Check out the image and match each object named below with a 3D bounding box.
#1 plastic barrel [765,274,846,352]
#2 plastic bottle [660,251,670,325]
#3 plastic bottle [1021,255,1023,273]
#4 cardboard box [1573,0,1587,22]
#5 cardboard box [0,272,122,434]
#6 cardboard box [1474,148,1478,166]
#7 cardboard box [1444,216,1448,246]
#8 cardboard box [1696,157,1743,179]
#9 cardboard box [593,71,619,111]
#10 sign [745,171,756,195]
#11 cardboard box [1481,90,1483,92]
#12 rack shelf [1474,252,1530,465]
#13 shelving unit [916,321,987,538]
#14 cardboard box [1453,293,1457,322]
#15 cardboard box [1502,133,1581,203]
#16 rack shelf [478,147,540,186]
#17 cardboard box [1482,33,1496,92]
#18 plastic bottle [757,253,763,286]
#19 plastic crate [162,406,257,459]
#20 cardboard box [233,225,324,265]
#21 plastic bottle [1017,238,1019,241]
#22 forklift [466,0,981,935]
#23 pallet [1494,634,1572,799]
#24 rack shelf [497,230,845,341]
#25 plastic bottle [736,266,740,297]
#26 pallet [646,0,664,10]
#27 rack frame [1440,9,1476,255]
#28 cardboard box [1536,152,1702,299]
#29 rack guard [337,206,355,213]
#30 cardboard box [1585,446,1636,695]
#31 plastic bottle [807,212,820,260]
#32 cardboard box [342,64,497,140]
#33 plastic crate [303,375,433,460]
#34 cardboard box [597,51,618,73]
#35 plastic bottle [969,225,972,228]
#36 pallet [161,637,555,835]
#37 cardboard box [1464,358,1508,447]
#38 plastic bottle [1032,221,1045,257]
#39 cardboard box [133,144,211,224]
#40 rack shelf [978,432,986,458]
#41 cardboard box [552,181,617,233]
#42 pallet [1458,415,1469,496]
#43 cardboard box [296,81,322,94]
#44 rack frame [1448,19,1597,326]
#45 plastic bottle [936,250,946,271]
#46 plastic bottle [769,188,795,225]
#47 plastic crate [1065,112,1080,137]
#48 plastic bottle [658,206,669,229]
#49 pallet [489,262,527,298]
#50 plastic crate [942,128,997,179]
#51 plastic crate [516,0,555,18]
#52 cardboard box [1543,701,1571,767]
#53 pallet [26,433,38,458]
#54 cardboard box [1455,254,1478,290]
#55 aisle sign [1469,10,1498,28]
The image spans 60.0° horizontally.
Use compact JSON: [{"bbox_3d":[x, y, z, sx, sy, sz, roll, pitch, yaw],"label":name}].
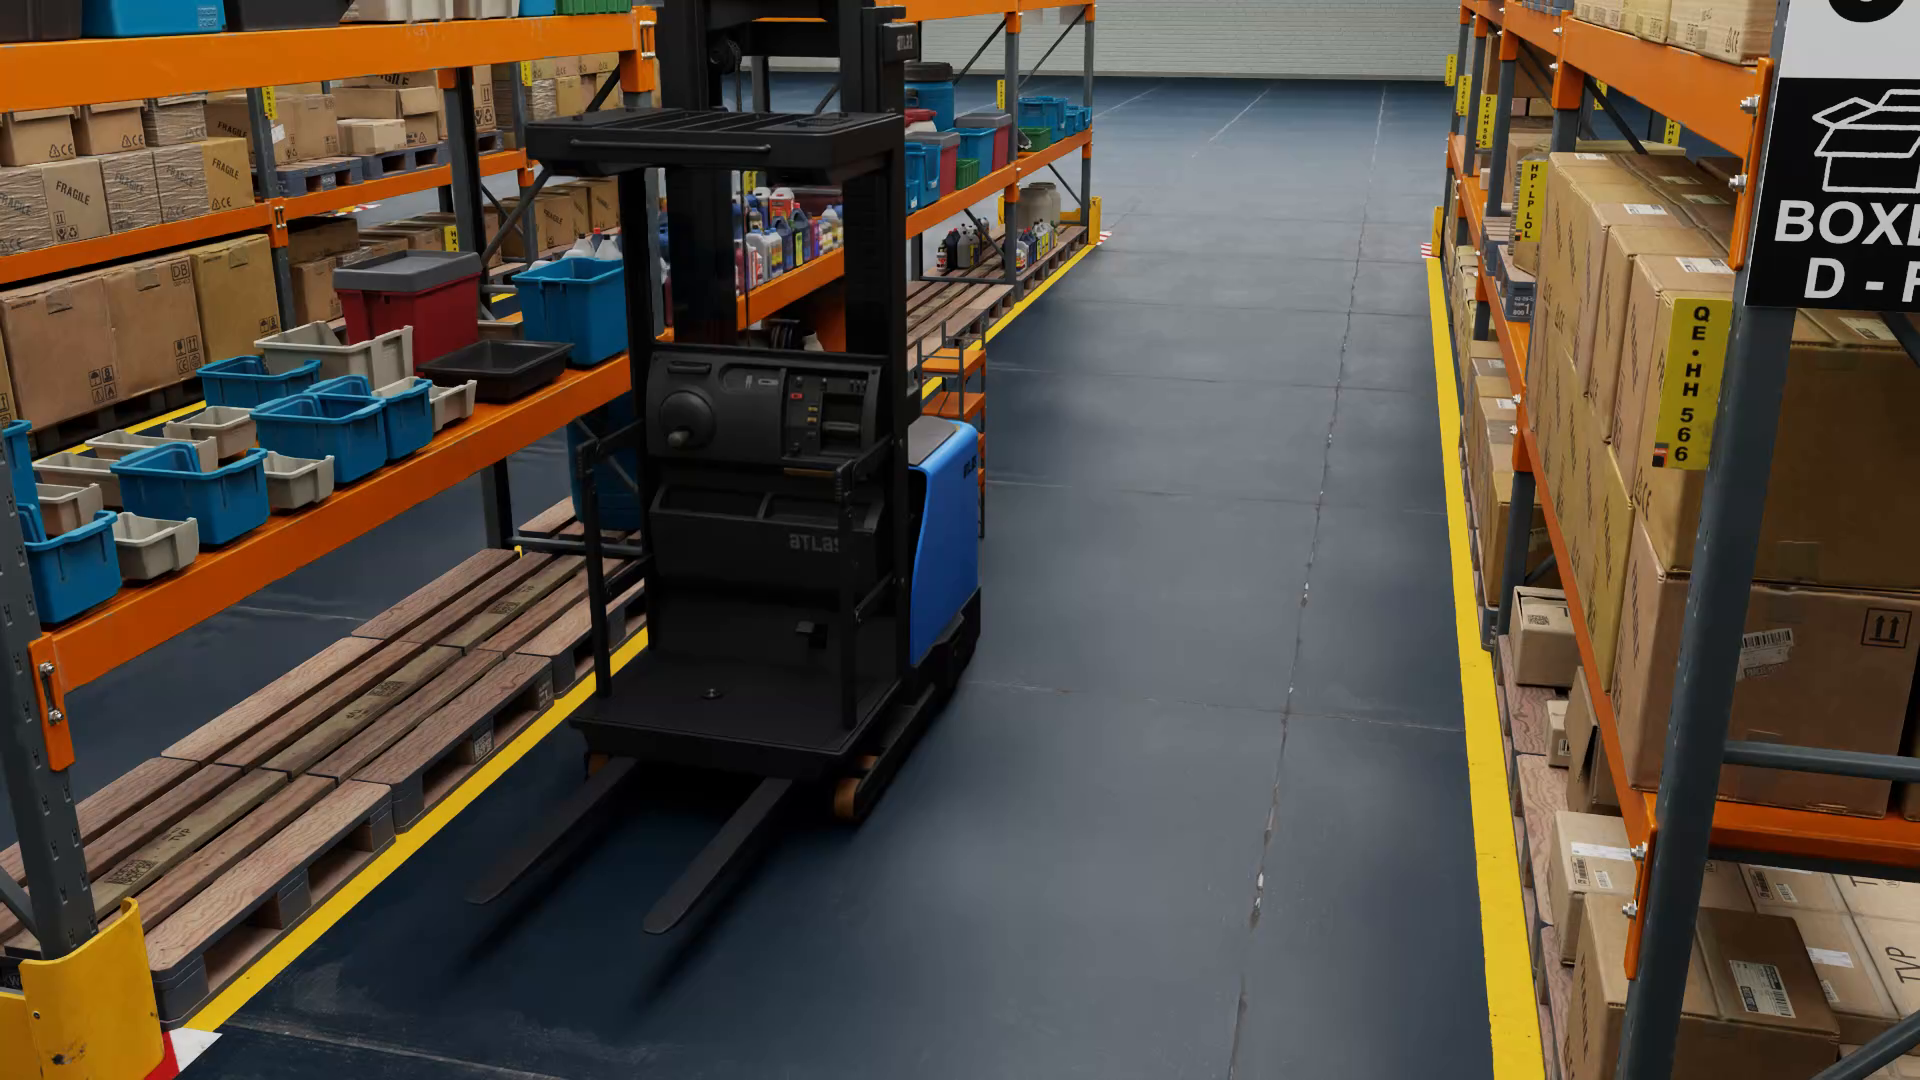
[{"bbox_3d":[-1.047,-1.459,11.527,0.600,0.830,0.708,5,19,13],"label":"plastic barrel"},{"bbox_3d":[-1.511,-1.262,8.319,0.144,0.351,0.185,5,19,13],"label":"plastic bottle"},{"bbox_3d":[0.561,-2.677,16.033,0.097,0.201,0.097,0,19,0],"label":"plastic bottle"},{"bbox_3d":[2.522,-2.012,6.028,0.500,0.250,0.500,5,19,13],"label":"cardboard box"},{"bbox_3d":[-6.370,-1.255,10.859,1.225,0.875,0.875,4,19,11],"label":"cardboard box"},{"bbox_3d":[5.060,-3.656,15.097,0.700,0.500,0.500,4,19,13],"label":"cardboard box"},{"bbox_3d":[5.466,-3.304,17.825,0.500,0.250,0.500,5,19,13],"label":"cardboard box"},{"bbox_3d":[3.008,-1.138,6.176,0.500,0.500,0.500,5,19,14],"label":"cardboard box"},{"bbox_3d":[-4.257,-4.883,18.229,0.875,0.500,0.500,5,19,13],"label":"cardboard box"},{"bbox_3d":[-1.479,-2.561,11.791,0.100,0.325,0.005,5,19,13],"label":"sign"},{"bbox_3d":[4.881,-4.002,15.105,0.380,0.149,0.250,5,19,13],"label":"cardboard box"},{"bbox_3d":[3.370,-1.082,8.829,1.077,0.370,4.000,5,19,13],"label":"rack shelf"},{"bbox_3d":[-0.040,-0.516,8.842,0.258,1.200,0.503,5,19,13],"label":"shelving unit"},{"bbox_3d":[4.371,-1.934,13.814,0.500,0.250,0.500,5,20,15],"label":"cardboard box"},{"bbox_3d":[4.381,-2.789,12.558,0.500,0.500,0.500,5,19,13],"label":"cardboard box"},{"bbox_3d":[-4.281,-4.373,18.464,1.077,0.370,4.000,5,19,13],"label":"rack shelf"},{"bbox_3d":[5.060,-4.263,14.865,0.700,0.500,0.500,5,19,13],"label":"cardboard box"},{"bbox_3d":[-1.158,-1.534,9.345,0.097,0.201,0.097,0,19,0],"label":"plastic bottle"},{"bbox_3d":[-2.691,-0.381,5.979,0.298,0.136,0.250,5,19,13],"label":"plastic crate"},{"bbox_3d":[-5.612,-2.426,13.675,0.500,0.250,0.500,5,20,16],"label":"cardboard box"},{"bbox_3d":[0.551,-2.888,16.543,0.097,0.271,0.097,0,19,0],"label":"plastic bottle"},{"bbox_3d":[-0.804,-0.487,6.080,1.130,2.935,3.031,5,20,15],"label":"forklift"},{"bbox_3d":[2.712,0.739,6.698,1.003,0.211,1.213,5,19,13],"label":"pallet"},{"bbox_3d":[-1.433,-1.475,9.978,1.077,0.370,4.000,5,19,13],"label":"rack shelf"},{"bbox_3d":[-1.247,-1.419,9.010,0.097,0.201,0.097,0,19,0],"label":"plastic bottle"},{"bbox_3d":[-1.825,-2.772,8.314,1.213,0.211,1.003,5,19,13],"label":"pallet"},{"bbox_3d":[5.813,-4.557,17.889,1.000,3.000,0.127,5,19,13],"label":"rack frame"},{"bbox_3d":[2.493,-1.191,6.332,0.500,0.500,0.500,5,20,15],"label":"cardboard box"},{"bbox_3d":[-8.571,-4.589,21.849,1.175,0.500,0.348,5,19,13],"label":"rack guard"},{"bbox_3d":[1.873,0.086,4.142,0.500,0.500,0.500,5,19,14],"label":"cardboard box"},{"bbox_3d":[-0.908,-1.868,10.197,0.061,0.283,0.133,5,19,13],"label":"plastic bottle"},{"bbox_3d":[-5.099,-4.332,15.651,1.000,1.000,1.000,5,19,14],"label":"cardboard box"},{"bbox_3d":[-2.124,-0.442,6.007,0.416,0.233,0.300,5,19,13],"label":"plastic crate"},{"bbox_3d":[-4.058,-5.340,18.020,0.500,0.500,0.500,5,19,13],"label":"cardboard box"},{"bbox_3d":[0.108,-3.121,17.224,0.097,0.271,0.097,0,19,0],"label":"plastic bottle"},{"bbox_3d":[-2.359,0.748,6.670,1.003,0.211,1.213,5,19,13],"label":"pallet"},{"bbox_3d":[3.348,-0.790,10.048,0.500,0.500,0.500,4,19,11],"label":"cardboard box"},{"bbox_3d":[0.783,-3.063,16.932,0.144,0.351,0.185,5,19,13],"label":"plastic bottle"},{"bbox_3d":[-5.755,-2.551,11.860,0.500,0.500,0.500,4,19,13],"label":"cardboard box"},{"bbox_3d":[-0.040,-0.452,8.863,0.258,0.148,0.480,5,19,13],"label":"rack shelf"},{"bbox_3d":[-4.245,-3.777,18.824,0.500,0.500,0.500,7,20,18],"label":"cardboard box"},{"bbox_3d":[3.639,-0.499,10.322,1.003,0.211,1.213,5,19,13],"label":"pallet"},{"bbox_3d":[-8.624,-5.715,21.047,0.875,0.550,0.550,5,19,13],"label":"cardboard box"},{"bbox_3d":[4.836,-3.304,14.219,1.000,3.000,0.127,5,19,13],"label":"rack frame"},{"bbox_3d":[-0.180,-2.718,16.154,0.097,0.201,0.097,0,19,0],"label":"plastic bottle"},{"bbox_3d":[-1.216,-2.261,11.359,0.152,0.276,0.135,5,19,13],"label":"plastic bottle"},{"bbox_3d":[1.014,-4.496,17.939,0.499,0.251,0.408,5,19,13],"label":"plastic crate"},{"bbox_3d":[-1.745,-1.824,9.964,0.144,0.351,0.185,5,19,13],"label":"plastic bottle"},{"bbox_3d":[-4.958,-2.523,16.248,1.003,0.211,1.213,5,19,13],"label":"pallet"},{"bbox_3d":[0.065,-3.318,14.286,0.392,0.384,0.575,5,19,13],"label":"plastic crate"},{"bbox_3d":[-1.834,-2.218,6.659,0.416,0.233,0.300,5,19,13],"label":"plastic crate"},{"bbox_3d":[2.367,0.723,6.133,0.380,0.166,0.250,5,19,13],"label":"cardboard box"},{"bbox_3d":[-6.609,-0.508,10.348,1.003,0.211,1.213,5,19,13],"label":"pallet"},{"bbox_3d":[4.366,-2.200,13.725,0.500,0.311,0.500,4,19,13],"label":"cardboard box"},{"bbox_3d":[5.532,-5.832,17.600,0.394,0.787,0.004,5,19,13],"label":"aisle sign"}]
